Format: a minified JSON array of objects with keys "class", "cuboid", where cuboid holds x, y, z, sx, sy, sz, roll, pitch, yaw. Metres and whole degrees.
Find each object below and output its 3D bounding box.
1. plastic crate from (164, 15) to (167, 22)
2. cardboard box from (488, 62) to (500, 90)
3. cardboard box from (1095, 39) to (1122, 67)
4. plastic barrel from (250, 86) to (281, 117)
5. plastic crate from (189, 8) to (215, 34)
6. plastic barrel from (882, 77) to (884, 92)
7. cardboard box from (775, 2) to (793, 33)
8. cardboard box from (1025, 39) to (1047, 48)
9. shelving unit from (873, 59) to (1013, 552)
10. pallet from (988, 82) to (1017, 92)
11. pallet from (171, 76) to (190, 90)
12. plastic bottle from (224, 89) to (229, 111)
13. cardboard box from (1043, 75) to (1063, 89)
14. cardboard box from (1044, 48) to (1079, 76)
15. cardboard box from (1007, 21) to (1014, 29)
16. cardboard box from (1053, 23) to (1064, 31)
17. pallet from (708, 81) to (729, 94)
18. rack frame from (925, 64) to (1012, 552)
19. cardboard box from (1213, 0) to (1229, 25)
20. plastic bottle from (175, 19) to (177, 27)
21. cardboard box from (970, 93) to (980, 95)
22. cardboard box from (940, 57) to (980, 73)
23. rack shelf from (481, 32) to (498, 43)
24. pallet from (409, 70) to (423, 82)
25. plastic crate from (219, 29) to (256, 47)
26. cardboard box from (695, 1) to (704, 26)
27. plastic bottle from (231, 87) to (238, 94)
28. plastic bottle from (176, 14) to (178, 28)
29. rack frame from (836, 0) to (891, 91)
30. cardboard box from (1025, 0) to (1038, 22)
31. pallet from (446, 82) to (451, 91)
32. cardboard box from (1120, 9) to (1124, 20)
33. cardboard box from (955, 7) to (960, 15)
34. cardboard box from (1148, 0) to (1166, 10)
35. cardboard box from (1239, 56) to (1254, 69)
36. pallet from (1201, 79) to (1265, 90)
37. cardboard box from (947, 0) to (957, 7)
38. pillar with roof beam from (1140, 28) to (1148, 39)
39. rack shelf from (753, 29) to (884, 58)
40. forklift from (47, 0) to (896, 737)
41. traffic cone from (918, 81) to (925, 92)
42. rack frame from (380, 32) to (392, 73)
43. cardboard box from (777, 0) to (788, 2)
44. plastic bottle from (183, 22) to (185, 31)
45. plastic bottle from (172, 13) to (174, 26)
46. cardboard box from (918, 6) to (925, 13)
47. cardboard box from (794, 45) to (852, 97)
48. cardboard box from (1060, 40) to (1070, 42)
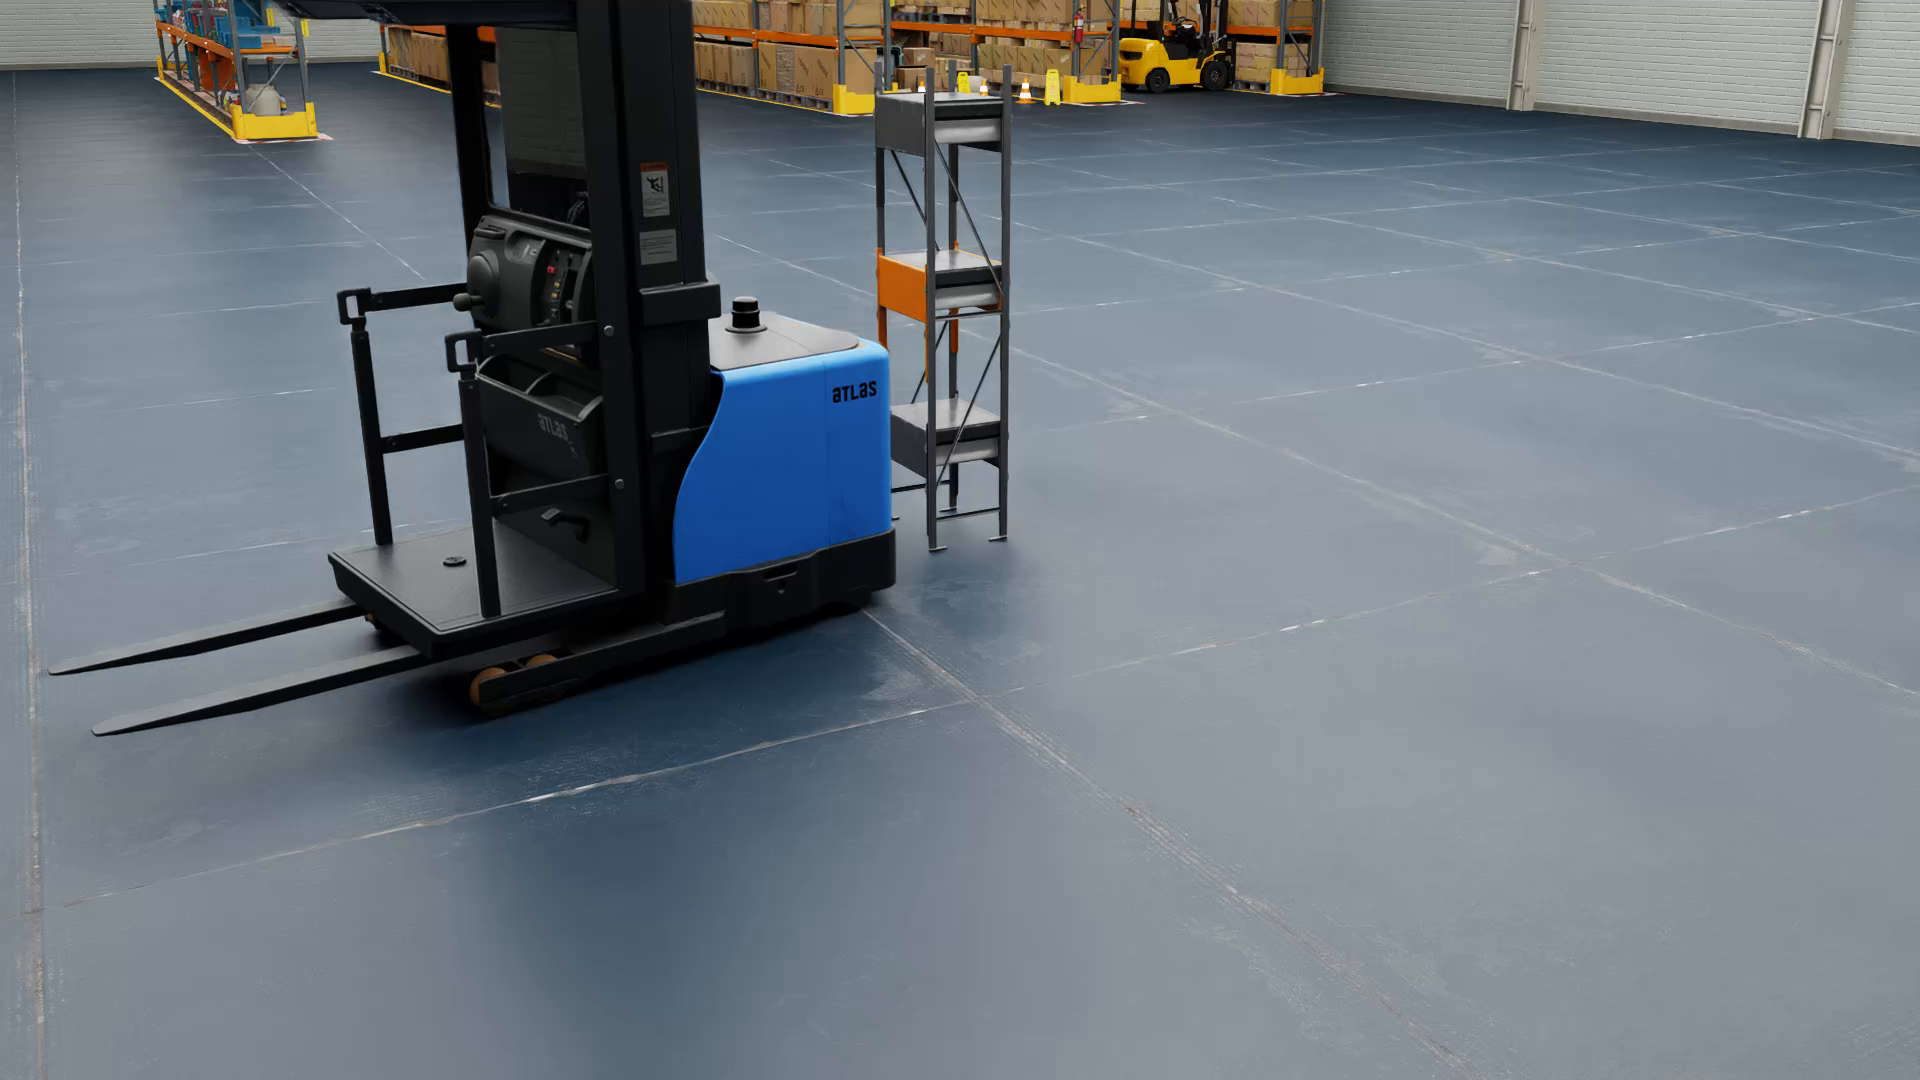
[{"class":"plastic crate","cuboid":[-17.268,-11.431,36.471,0.293,0.136,0.466,-10,21,-27]},{"class":"cardboard box","cuboid":[-8.767,-9.051,32.419,0.700,0.500,0.500,-12,22,-31]},{"class":"cardboard box","cuboid":[3.772,-11.706,39.953,0.875,0.625,0.625,-9,21,-25]},{"class":"plastic barrel","cuboid":[-10.858,-6.828,25.992,0.421,0.512,0.421,0,19,0]},{"class":"plastic crate","cuboid":[-13.779,-9.444,30.304,0.402,0.464,0.583,-10,21,-27]},{"class":"plastic barrel","cuboid":[-1.717,-8.978,33.000,0.512,0.421,0.421,4,19,11]},{"class":"cardboard box","cuboid":[-2.986,-9.923,31.559,0.875,0.550,0.550,-10,21,-27]},{"class":"cardboard box","cuboid":[1.519,-9.924,33.220,0.380,0.149,0.250,-9,21,-24]},{"class":"shelving unit","cuboid":[-0.079,-1.040,7.427,0.431,2.100,0.503,-10,21,-27]},{"class":"pallet","cuboid":[1.053,-9.574,35.053,1.003,0.211,1.213,-10,21,-27]},{"class":"pallet","cuboid":[-16.560,-9.960,36.173,1.003,0.211,1.213,-10,21,-27]},{"class":"plastic bottle","cuboid":[-12.068,-7.261,27.461,0.144,0.351,0.185,-10,21,-27]},{"class":"cardboard box","cuboid":[1.970,-9.027,32.765,0.500,0.250,0.500,-10,21,-27]},{"class":"cardboard box","cuboid":[1.993,-9.374,32.620,0.500,0.500,0.500,-10,21,-26]},{"class":"cardboard box","cuboid":[1.169,-10.452,33.707,0.380,0.149,0.250,-10,21,-26]},{"class":"cardboard box","cuboid":[2.019,-9.942,32.230,0.380,0.149,0.250,-10,22,-27]},{"class":"pallet","cuboid":[-4.621,-9.526,34.914,1.003,0.211,1.213,-10,21,-27]},{"class":"rack frame","cuboid":[0.037,-0.970,7.224,0.400,2.100,0.015,-10,21,-27]},{"class":"cardboard box","cuboid":[5.774,-11.289,35.595,0.500,0.500,0.500,-10,21,-26]},{"class":"plastic bottle","cuboid":[-15.995,-10.589,34.025,0.097,0.201,0.097,0,19,0]},{"class":"cardboard box","cuboid":[0.203,-8.646,32.461,0.380,0.149,0.250,1,19,2]},{"class":"cardboard box","cuboid":[0.107,-10.392,36.533,0.950,0.372,0.625,-9,21,-23]},{"class":"rack shelf","cuboid":[-8.968,-9.778,32.473,1.077,0.370,4.000,-10,21,-27]},{"class":"pallet","cuboid":[-12.110,-10.753,38.470,1.003,0.211,1.213,-10,21,-27]},{"class":"plastic crate","cuboid":[-11.282,-7.843,25.990,0.499,0.251,0.408,-10,21,-27]},{"class":"cardboard box","cuboid":[-5.285,-11.163,35.229,0.500,0.500,0.500,-10,22,-27]},{"class":"plastic bottle","cuboid":[-12.232,-7.459,28.036,0.144,0.351,0.185,-10,21,-27]},{"class":"plastic bottle","cuboid":[-15.852,-10.557,33.818,0.152,0.276,0.135,-10,21,-27]},{"class":"rack frame","cuboid":[-1.706,-9.135,29.507,1.000,3.000,0.127,-10,21,-27]},{"class":"cardboard box","cuboid":[1.634,-10.521,32.912,0.500,0.500,0.500,-10,21,-27]},{"class":"pallet","cuboid":[-10.226,-9.612,35.164,1.003,0.211,1.213,-10,21,-27]},{"class":"cardboard box","cuboid":[3.896,-12.320,38.967,0.500,0.250,0.500,-9,21,-25]},{"class":"cardboard box","cuboid":[0.106,-11.342,35.645,0.380,0.149,0.250,-11,22,-28]},{"class":"cardboard box","cuboid":[4.611,-12.116,37.608,0.500,0.250,0.500,-10,22,-28]},{"class":"cardboard box","cuboid":[6.234,-10.073,35.029,0.500,0.250,0.500,-10,22,-27]},{"class":"pallet","cuboid":[5.994,-9.946,36.130,1.003,0.211,1.213,-10,21,-27]},{"class":"cardboard box","cuboid":[0.045,-11.705,35.700,0.500,0.500,0.500,-10,21,-26]},{"class":"pillar with roof beam","cuboid":[0.794,-14.932,37.108,9.100,9.000,0.400,-10,21,-27]},{"class":"rack shelf","cuboid":[-2.656,-9.369,31.288,1.077,0.370,4.000,-10,21,-27]},{"class":"forklift","cuboid":[-1.729,-0.961,5.923,3.031,2.935,1.130,-15,24,-37]},{"class":"traffic cone","cuboid":[-0.708,-8.308,31.000,0.336,0.463,0.334,-10,21,-27]},{"class":"rack frame","cuboid":[-13.717,-12.989,40.675,1.000,3.000,0.127,-10,21,-27]},{"class":"cardboard box","cuboid":[-2.961,-10.437,31.395,0.875,0.550,0.550,-10,21,-27]},{"class":"plastic bottle","cuboid":[-15.131,-10.067,32.513,0.097,0.201,0.097,0,19,0]},{"class":"plastic bottle","cuboid":[-16.378,-10.847,34.647,0.061,0.283,0.133,-10,21,-27]},{"class":"cardboard box","cuboid":[-0.716,-11.874,37.185,0.380,0.149,0.250,-9,21,-23]},{"class":"cardboard box","cuboid":[-2.506,-8.766,31.050,0.875,0.875,0.875,-10,22,-28]},{"class":"cardboard box","cuboid":[2.713,-12.423,41.230,0.380,0.149,0.250,-11,22,-29]}]
